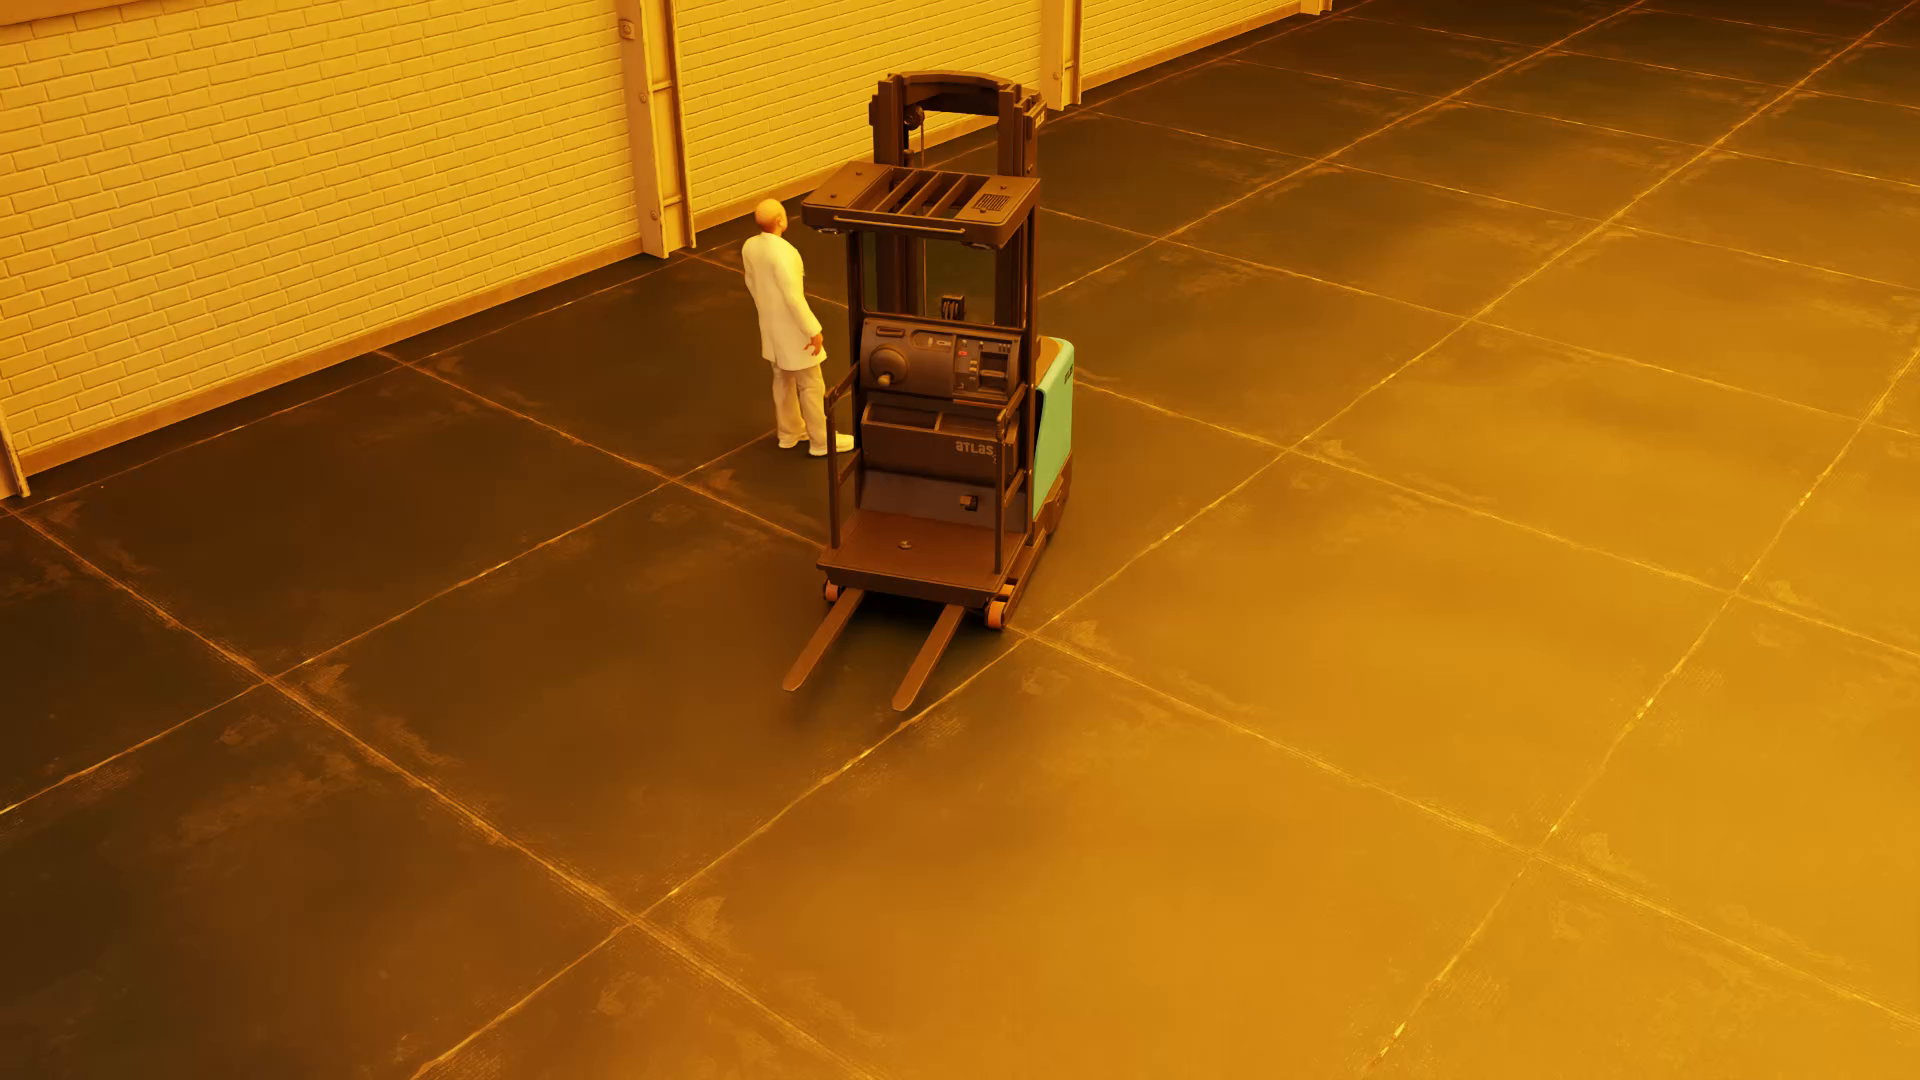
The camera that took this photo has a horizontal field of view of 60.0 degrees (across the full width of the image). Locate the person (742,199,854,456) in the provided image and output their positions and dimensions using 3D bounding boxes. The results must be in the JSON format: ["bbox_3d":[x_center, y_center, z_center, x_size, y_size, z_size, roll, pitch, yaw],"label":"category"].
[{"bbox_3d":[-1.093,-1.457,11.221,0.564,1.780,0.702,-22,37,-33],"label":"person"}]

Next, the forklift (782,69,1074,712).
[{"bbox_3d":[-0.176,-0.972,9.258,1.130,2.935,3.031,9,31,14],"label":"forklift"}]
